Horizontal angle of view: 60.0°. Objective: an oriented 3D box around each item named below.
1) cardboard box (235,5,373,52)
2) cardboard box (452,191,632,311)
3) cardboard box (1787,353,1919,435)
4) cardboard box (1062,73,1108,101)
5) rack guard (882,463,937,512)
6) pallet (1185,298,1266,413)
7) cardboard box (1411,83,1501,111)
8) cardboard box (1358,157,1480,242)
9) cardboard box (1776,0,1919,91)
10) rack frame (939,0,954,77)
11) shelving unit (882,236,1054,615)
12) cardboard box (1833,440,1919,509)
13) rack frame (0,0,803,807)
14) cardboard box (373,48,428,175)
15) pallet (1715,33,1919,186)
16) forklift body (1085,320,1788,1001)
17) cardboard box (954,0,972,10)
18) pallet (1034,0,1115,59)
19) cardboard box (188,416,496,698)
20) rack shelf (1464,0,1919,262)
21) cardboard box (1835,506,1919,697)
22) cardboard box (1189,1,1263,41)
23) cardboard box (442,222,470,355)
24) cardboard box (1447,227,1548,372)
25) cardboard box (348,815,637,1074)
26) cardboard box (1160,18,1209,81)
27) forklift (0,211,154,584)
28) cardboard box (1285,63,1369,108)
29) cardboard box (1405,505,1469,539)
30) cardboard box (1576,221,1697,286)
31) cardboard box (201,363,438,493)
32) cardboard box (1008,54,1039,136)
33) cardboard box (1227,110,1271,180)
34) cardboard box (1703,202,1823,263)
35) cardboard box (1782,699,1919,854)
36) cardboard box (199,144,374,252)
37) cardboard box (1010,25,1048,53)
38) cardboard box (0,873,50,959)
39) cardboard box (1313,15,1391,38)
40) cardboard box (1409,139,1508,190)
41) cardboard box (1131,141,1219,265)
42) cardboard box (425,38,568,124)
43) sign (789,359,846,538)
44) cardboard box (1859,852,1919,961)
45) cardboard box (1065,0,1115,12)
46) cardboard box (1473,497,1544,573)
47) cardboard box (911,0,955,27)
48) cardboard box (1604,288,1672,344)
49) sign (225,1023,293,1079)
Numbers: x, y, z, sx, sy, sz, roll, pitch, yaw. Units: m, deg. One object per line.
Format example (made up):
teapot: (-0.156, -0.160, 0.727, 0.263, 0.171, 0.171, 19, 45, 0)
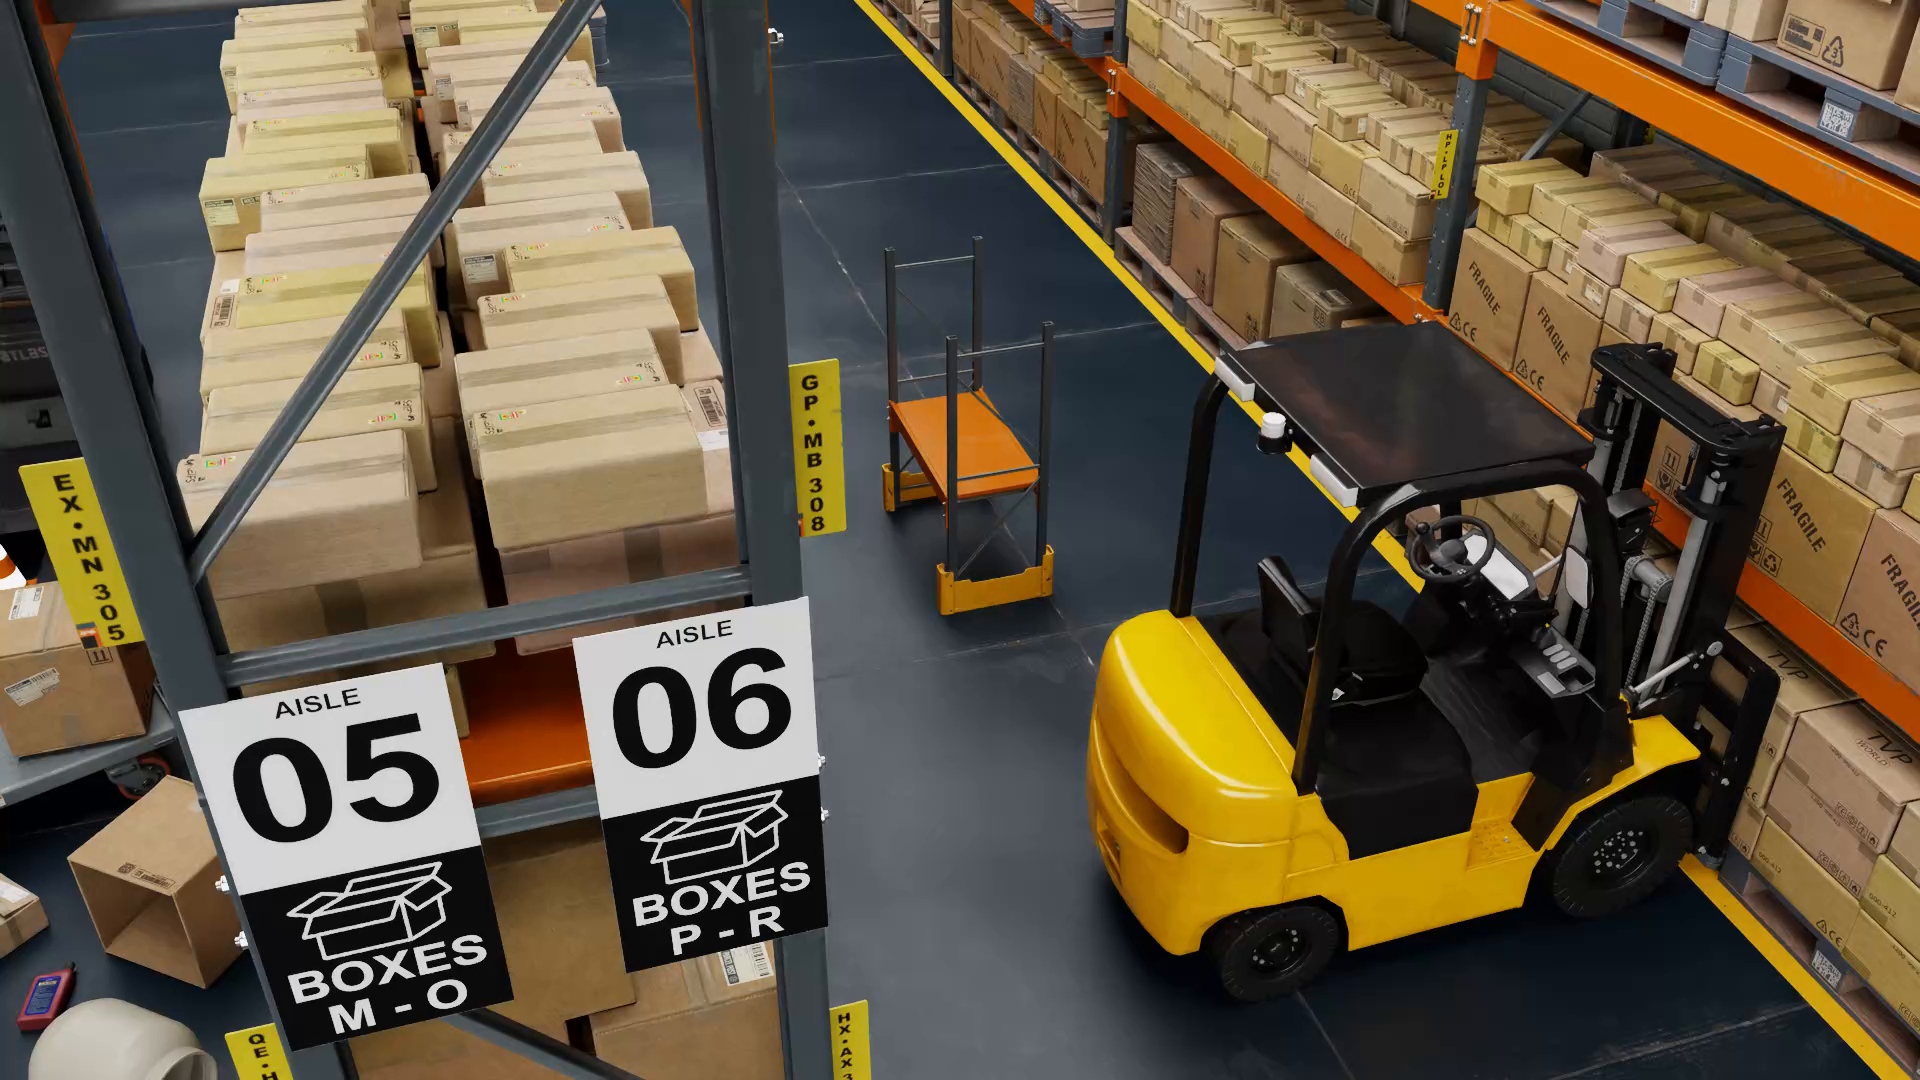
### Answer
cardboard box: (-2.015, -1.525, 5.121, 0.380, 0.149, 0.250, -11, 35, -16)
cardboard box: (-0.955, -0.668, 3.823, 0.380, 0.149, 0.250, -10, 35, -15)
cardboard box: (3.173, -0.517, 5.863, 0.380, 0.149, 0.250, -9, 35, -14)
cardboard box: (0.984, -3.378, 12.440, 0.380, 0.149, 0.250, -11, 35, -16)
rack guard: (-0.129, -0.326, 9.016, 0.587, 0.250, 0.087, -10, 35, -15)
pallet: (2.109, -1.233, 10.425, 1.003, 0.211, 1.213, -10, 35, -15)
cardboard box: (2.639, -2.319, 8.860, 0.380, 0.149, 0.250, -10, 35, -15)
cardboard box: (2.354, -1.736, 8.338, 0.500, 0.250, 0.500, -11, 35, -16)
cardboard box: (3.241, -1.846, 5.536, 0.797, 0.503, 0.637, -9, 34, -13)
rack frame: (0.307, -5.575, 14.466, 1.000, 3.000, 0.127, -10, 35, -15)
shelving unit: (0.023, -0.586, 8.276, 0.587, 1.500, 1.083, -10, 35, -15)
cardboard box: (3.276, -0.262, 5.747, 0.380, 0.149, 0.250, -11, 35, -16)
rack frame: (-0.759, -0.941, 2.011, 1.000, 3.000, 0.127, -10, 35, -15)
cardboard box: (-1.939, -1.305, 5.149, 0.500, 0.250, 0.500, -10, 35, -15)
pallet: (3.400, -1.506, 5.668, 1.003, 0.211, 1.213, -10, 35, -15)
forklift body: (1.651, 0.391, 6.208, 2.313, 2.155, 1.214, -10, 35, -15)
cardboard box: (0.163, -4.745, 14.508, 0.380, 0.149, 0.250, -8, 34, -12)
pallet: (1.253, -3.739, 11.861, 1.213, 0.211, 1.003, -10, 35, -15)
cardboard box: (-1.171, 0.026, 3.136, 0.500, 0.250, 0.500, -10, 35, -15)
rack shelf: (3.357, -1.276, 5.892, 1.077, 0.370, 4.000, -10, 35, -15)
cardboard box: (3.418, 0.195, 5.643, 0.500, 0.500, 0.500, -9, 34, -13)
cardboard box: (1.621, -3.165, 10.139, 0.380, 0.149, 0.250, -10, 35, -14)
cardboard box: (-0.984, -0.593, 4.072, 0.500, 0.250, 0.500, -9, 35, -13)
cardboard box: (2.634, -1.140, 7.663, 0.500, 0.500, 0.500, -11, 35, -16)
cardboard box: (-1.122, 0.748, 3.630, 0.700, 0.500, 0.500, -11, 35, -16)
cardboard box: (1.581, -3.084, 10.379, 0.500, 0.250, 0.500, -9, 34, -13)
forklift: (-4.983, -1.303, 8.063, 1.130, 2.935, 3.031, -10, 35, -14)
cardboard box: (2.014, -2.495, 9.126, 0.380, 0.149, 0.250, -10, 35, -14)
cardboard box: (2.579, -0.093, 8.283, 0.500, 0.250, 0.500, -10, 35, -14)
cardboard box: (2.795, -1.187, 6.877, 0.380, 0.149, 0.250, -9, 35, -14)
cardboard box: (-1.185, -0.187, 3.096, 0.380, 0.149, 0.250, -9, 35, -14)
cardboard box: (0.712, -3.601, 13.366, 0.500, 0.500, 0.500, -11, 35, -16)
cardboard box: (1.899, -2.331, 9.694, 0.500, 0.250, 0.500, -9, 34, -13)
cardboard box: (3.399, -1.298, 7.045, 0.380, 0.149, 0.250, -11, 35, -16)
cardboard box: (3.368, 0.824, 5.989, 0.500, 0.250, 0.500, -9, 35, -14)
cardboard box: (-1.643, -0.845, 4.091, 0.380, 0.149, 0.250, -9, 35, -14)
cardboard box: (0.621, -4.070, 13.486, 0.380, 0.149, 0.250, -9, 34, -13)
cardboard box: (-3.774, 1.391, 6.404, 0.396, 0.266, 0.258, 19, 38, 26)
cardboard box: (2.329, -3.001, 9.892, 0.380, 0.149, 0.250, -11, 35, -16)
cardboard box: (2.431, -1.829, 8.118, 0.380, 0.149, 0.250, -9, 34, -13)
cardboard box: (1.704, -2.330, 11.328, 0.875, 0.625, 0.625, -9, 34, -13)
cardboard box: (-1.342, -1.343, 4.846, 0.380, 0.149, 0.250, -11, 35, -16)
sign: (-0.242, -0.145, 2.736, 0.100, 0.325, 0.005, -10, 35, -15)
cardboard box: (3.521, 1.286, 5.743, 0.500, 0.250, 0.500, -10, 35, -15)
cardboard box: (0.961, -3.826, 11.666, 0.380, 0.149, 0.250, -9, 35, -14)
cardboard box: (2.756, -0.041, 7.752, 0.500, 0.250, 0.500, -10, 35, -15)
cardboard box: (-0.252, -5.040, 15.756, 0.396, 0.266, 0.258, -9, 34, -13)
cardboard box: (2.864, -0.928, 6.754, 0.380, 0.149, 0.250, -10, 35, -15)
sign: (-1.293, 1.030, 3.134, 0.100, 0.325, 0.005, -10, 35, -15)
